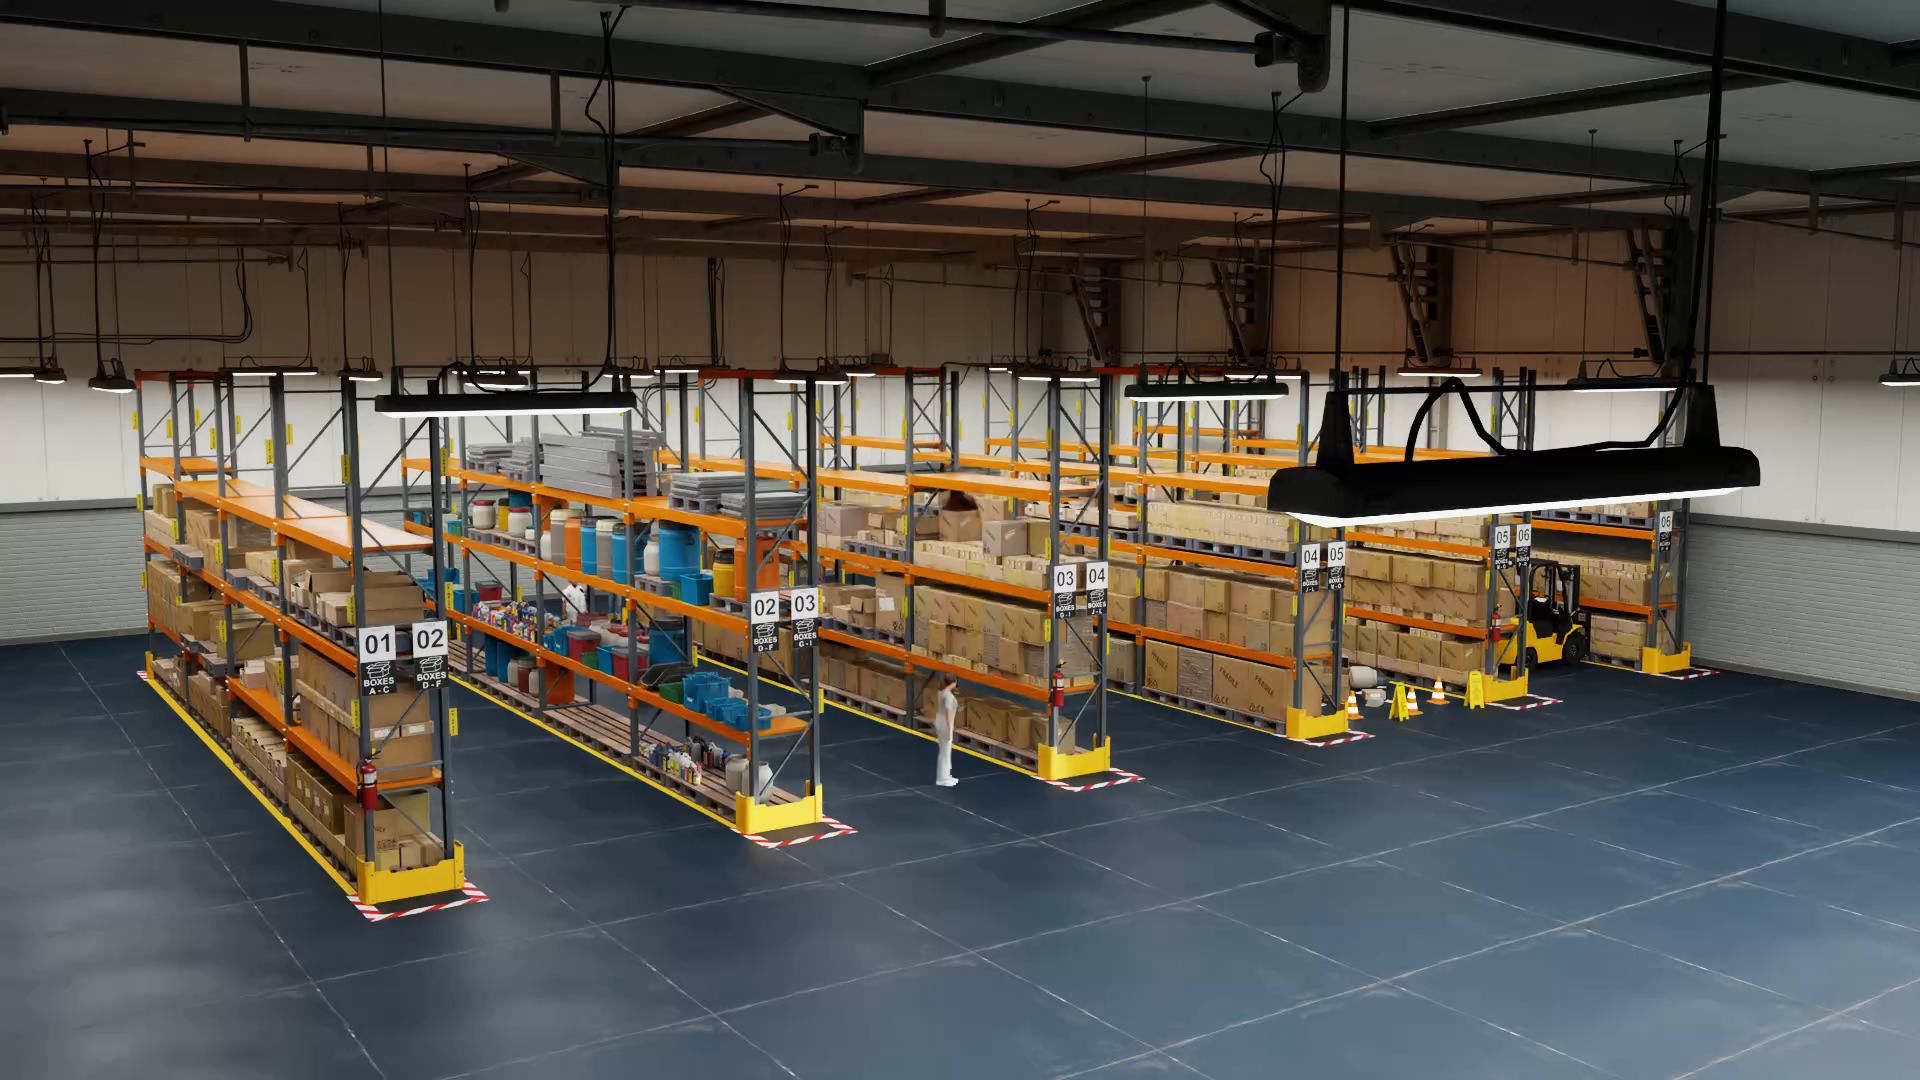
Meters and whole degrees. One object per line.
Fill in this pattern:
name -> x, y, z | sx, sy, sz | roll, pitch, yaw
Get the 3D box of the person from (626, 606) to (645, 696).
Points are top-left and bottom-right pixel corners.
person -> -5.899, 2.044, 30.533 | 0.525, 1.737, 0.571 | -2, 7, -20

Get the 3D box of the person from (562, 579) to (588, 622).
person -> -8.210, 1.527, 35.437 | 0.510, 1.614, 0.952 | -5, 8, -39

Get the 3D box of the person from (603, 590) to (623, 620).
person -> -8.186, 1.018, 39.298 | 0.588, 1.772, 0.439 | -2, 7, -20

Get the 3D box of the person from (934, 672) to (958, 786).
person -> -0.198, 2.760, 24.346 | 0.346, 1.687, 0.470 | -2, 7, -13
